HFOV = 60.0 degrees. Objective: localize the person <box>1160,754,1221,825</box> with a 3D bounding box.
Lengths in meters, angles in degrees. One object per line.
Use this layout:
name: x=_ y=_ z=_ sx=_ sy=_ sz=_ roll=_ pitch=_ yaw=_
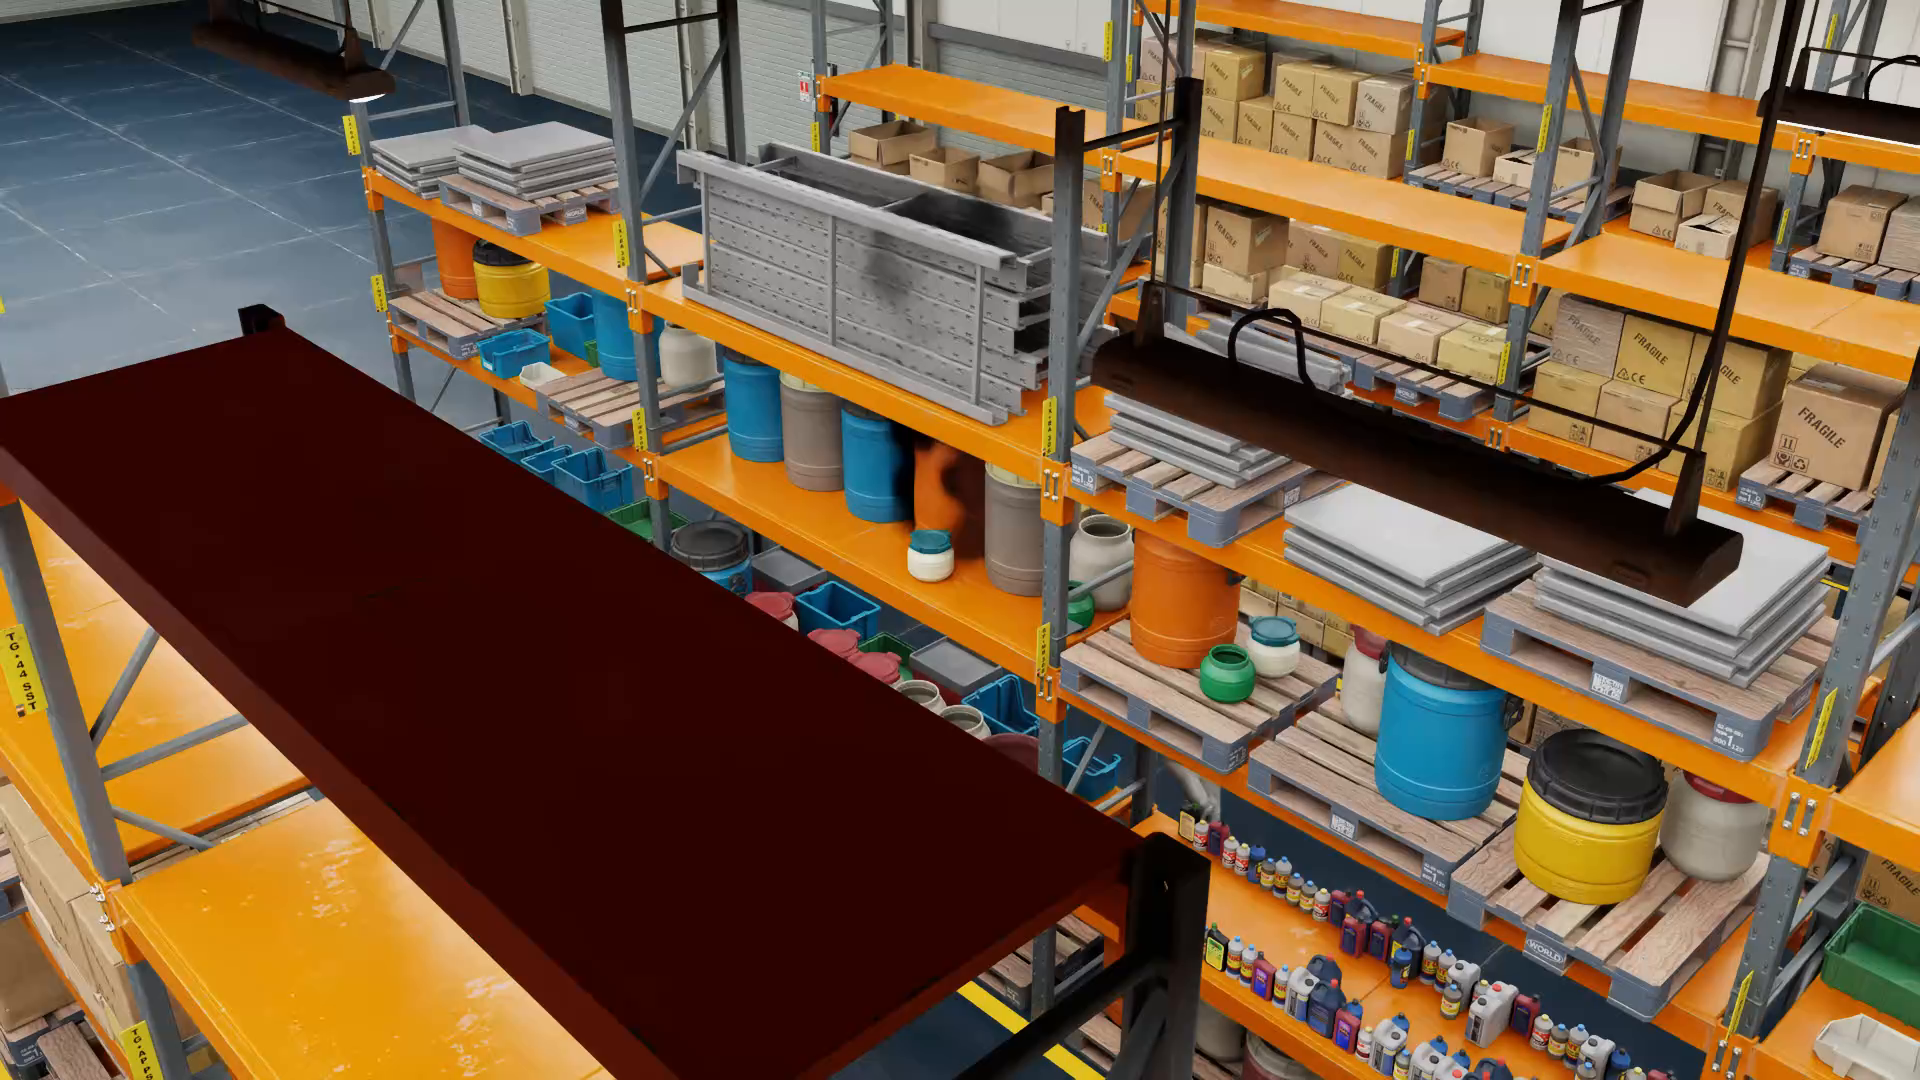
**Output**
person: x=1.711 y=1.284 z=12.042 sx=0.638 sy=1.798 sz=0.559 roll=-23 pitch=36 yaw=-36
